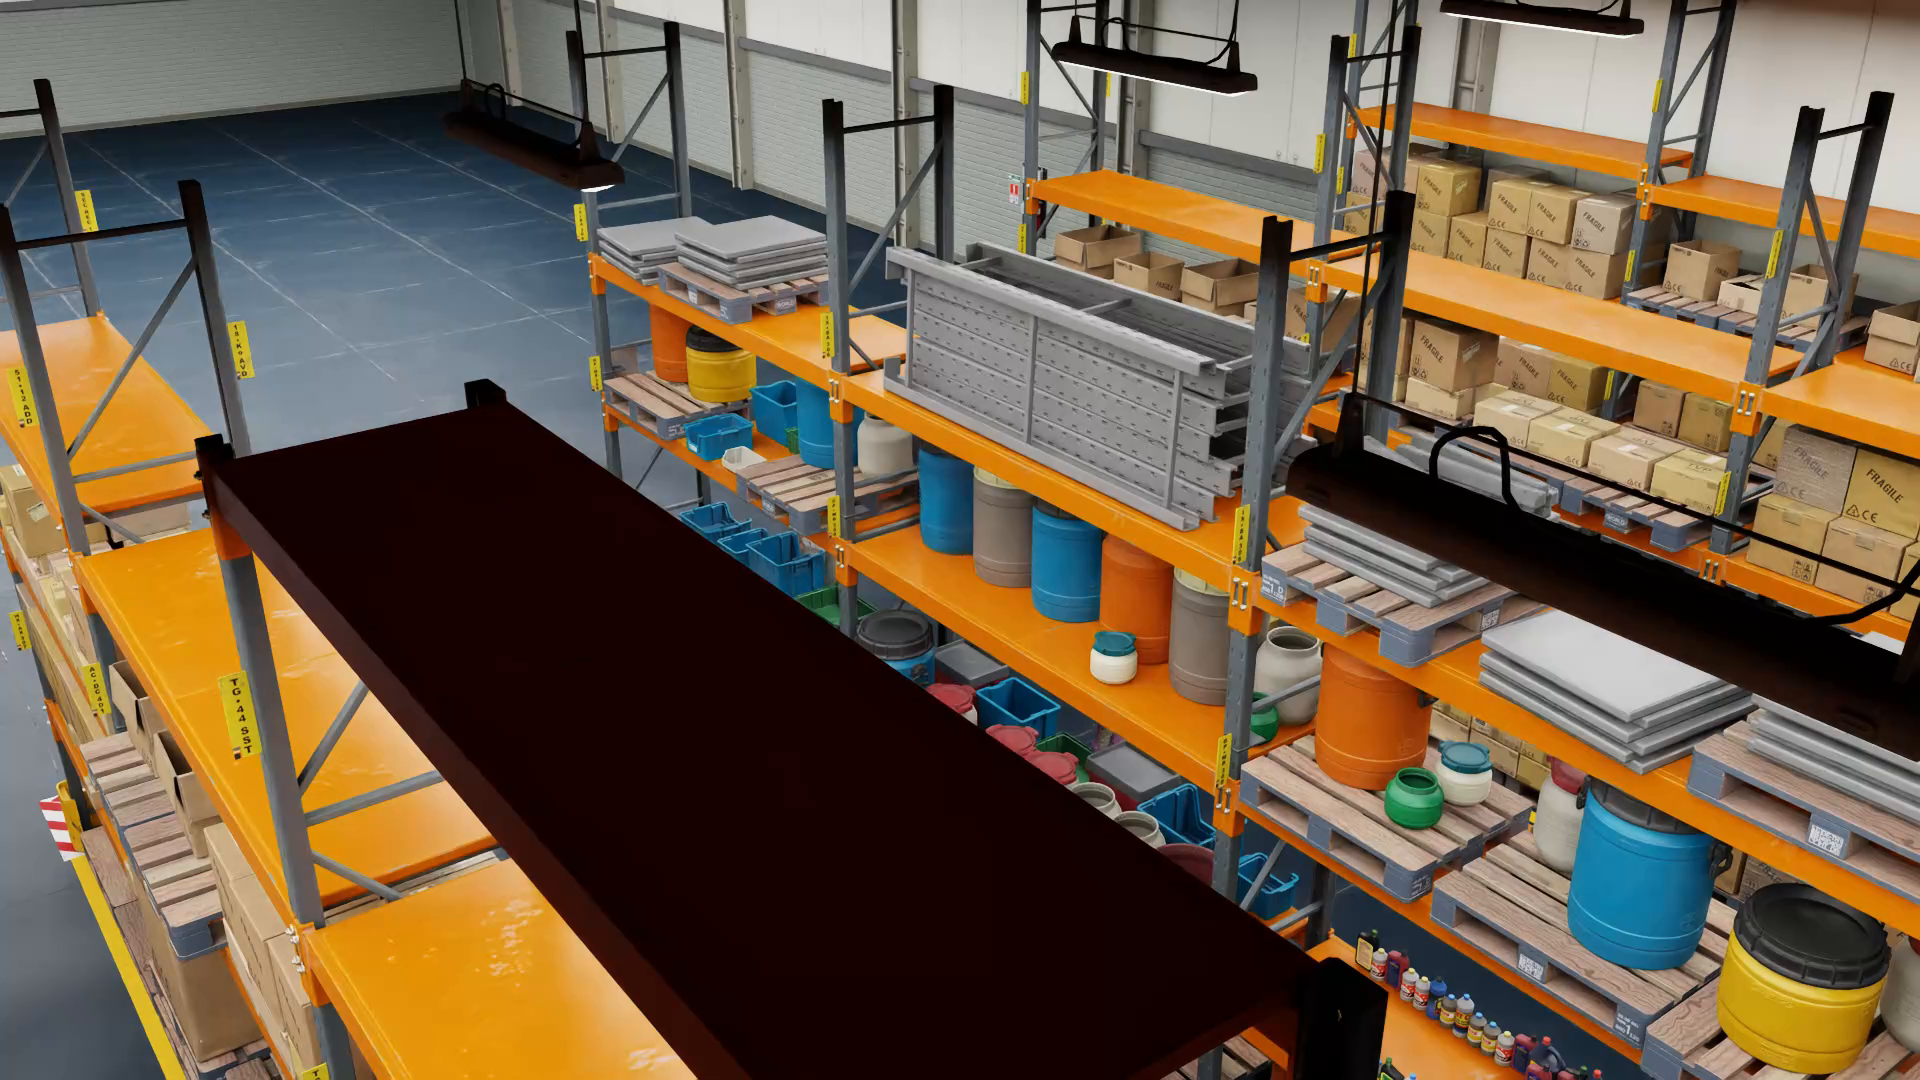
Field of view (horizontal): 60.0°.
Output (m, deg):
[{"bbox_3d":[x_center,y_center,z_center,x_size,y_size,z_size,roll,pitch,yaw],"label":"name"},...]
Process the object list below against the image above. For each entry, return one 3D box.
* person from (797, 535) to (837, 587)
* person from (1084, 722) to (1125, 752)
[{"bbox_3d":[-1.389,0.010,16.849,0.595,1.761,0.513,-13,28,-26],"label":"person"},{"bbox_3d":[1.228,1.603,13.142,0.426,1.473,0.952,-9,26,-20],"label":"person"}]
